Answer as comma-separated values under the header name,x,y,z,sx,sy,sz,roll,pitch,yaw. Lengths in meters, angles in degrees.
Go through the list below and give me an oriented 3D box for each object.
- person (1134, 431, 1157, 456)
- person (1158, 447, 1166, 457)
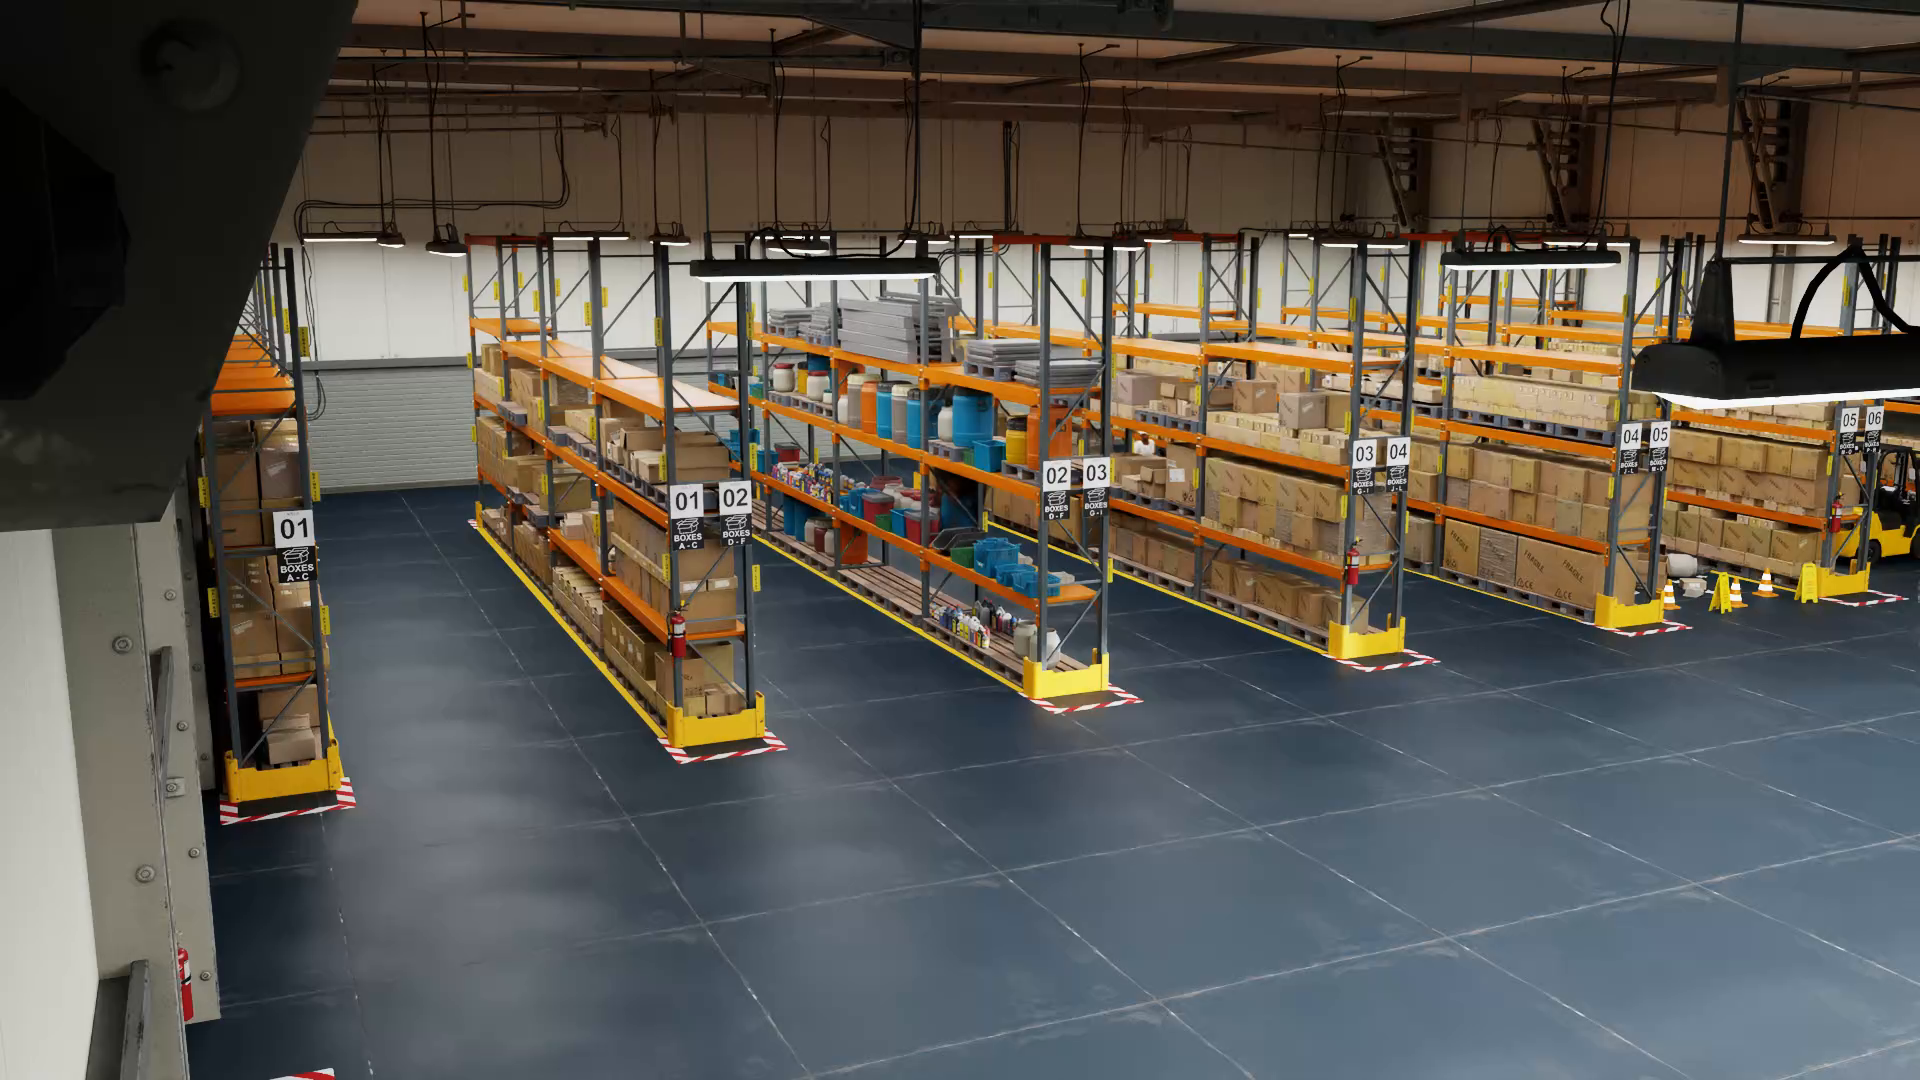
name,x,y,z,sx,sy,sz,roll,pitch,yaw
person,4.068,-1.578,36.655,0.708,1.801,0.891,-4,12,-18
person,5.283,-2.707,42.513,0.632,1.730,0.689,-6,12,-28
